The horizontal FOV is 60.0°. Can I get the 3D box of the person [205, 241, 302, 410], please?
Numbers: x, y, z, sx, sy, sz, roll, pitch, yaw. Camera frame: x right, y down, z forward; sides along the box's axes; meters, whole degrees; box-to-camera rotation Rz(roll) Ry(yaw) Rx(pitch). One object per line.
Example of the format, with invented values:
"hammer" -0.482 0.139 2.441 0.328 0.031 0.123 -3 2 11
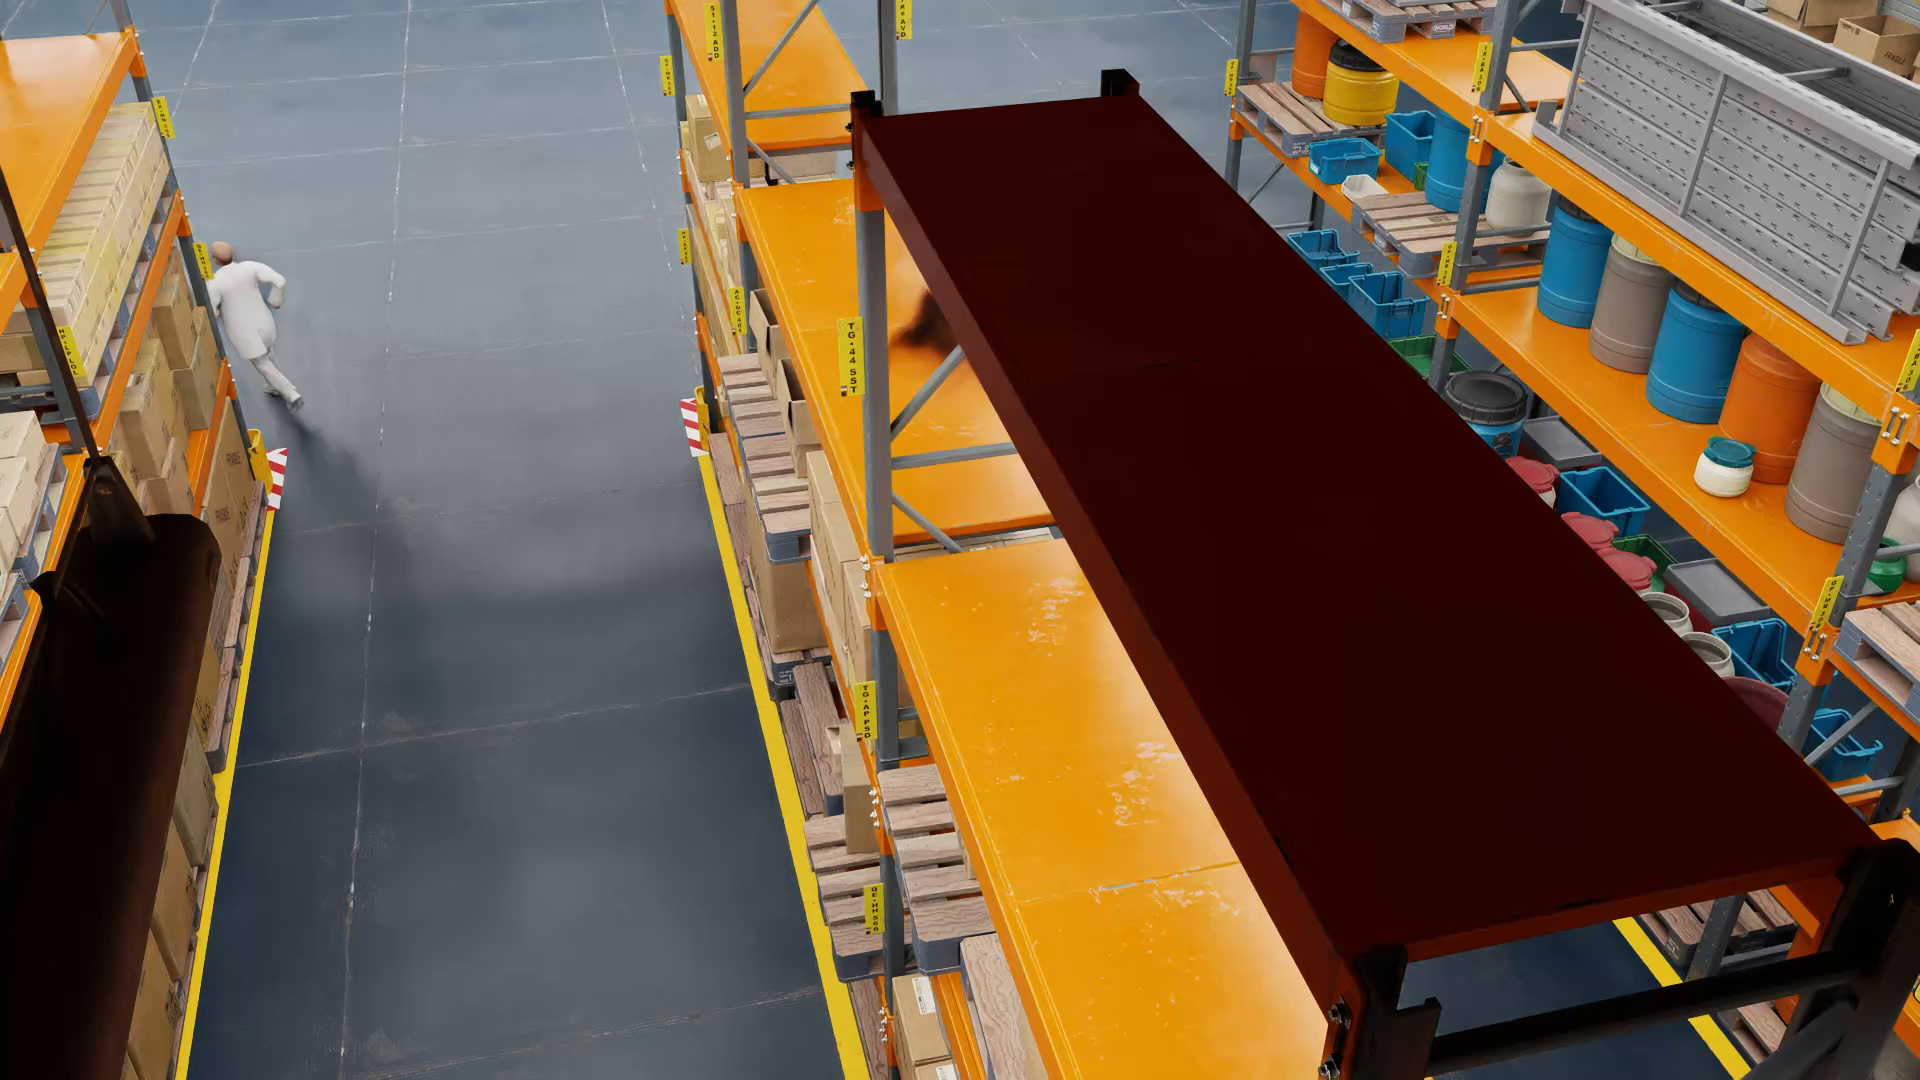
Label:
"person" -6.580 -1.954 15.418 0.968 1.769 0.746 28 43 35
